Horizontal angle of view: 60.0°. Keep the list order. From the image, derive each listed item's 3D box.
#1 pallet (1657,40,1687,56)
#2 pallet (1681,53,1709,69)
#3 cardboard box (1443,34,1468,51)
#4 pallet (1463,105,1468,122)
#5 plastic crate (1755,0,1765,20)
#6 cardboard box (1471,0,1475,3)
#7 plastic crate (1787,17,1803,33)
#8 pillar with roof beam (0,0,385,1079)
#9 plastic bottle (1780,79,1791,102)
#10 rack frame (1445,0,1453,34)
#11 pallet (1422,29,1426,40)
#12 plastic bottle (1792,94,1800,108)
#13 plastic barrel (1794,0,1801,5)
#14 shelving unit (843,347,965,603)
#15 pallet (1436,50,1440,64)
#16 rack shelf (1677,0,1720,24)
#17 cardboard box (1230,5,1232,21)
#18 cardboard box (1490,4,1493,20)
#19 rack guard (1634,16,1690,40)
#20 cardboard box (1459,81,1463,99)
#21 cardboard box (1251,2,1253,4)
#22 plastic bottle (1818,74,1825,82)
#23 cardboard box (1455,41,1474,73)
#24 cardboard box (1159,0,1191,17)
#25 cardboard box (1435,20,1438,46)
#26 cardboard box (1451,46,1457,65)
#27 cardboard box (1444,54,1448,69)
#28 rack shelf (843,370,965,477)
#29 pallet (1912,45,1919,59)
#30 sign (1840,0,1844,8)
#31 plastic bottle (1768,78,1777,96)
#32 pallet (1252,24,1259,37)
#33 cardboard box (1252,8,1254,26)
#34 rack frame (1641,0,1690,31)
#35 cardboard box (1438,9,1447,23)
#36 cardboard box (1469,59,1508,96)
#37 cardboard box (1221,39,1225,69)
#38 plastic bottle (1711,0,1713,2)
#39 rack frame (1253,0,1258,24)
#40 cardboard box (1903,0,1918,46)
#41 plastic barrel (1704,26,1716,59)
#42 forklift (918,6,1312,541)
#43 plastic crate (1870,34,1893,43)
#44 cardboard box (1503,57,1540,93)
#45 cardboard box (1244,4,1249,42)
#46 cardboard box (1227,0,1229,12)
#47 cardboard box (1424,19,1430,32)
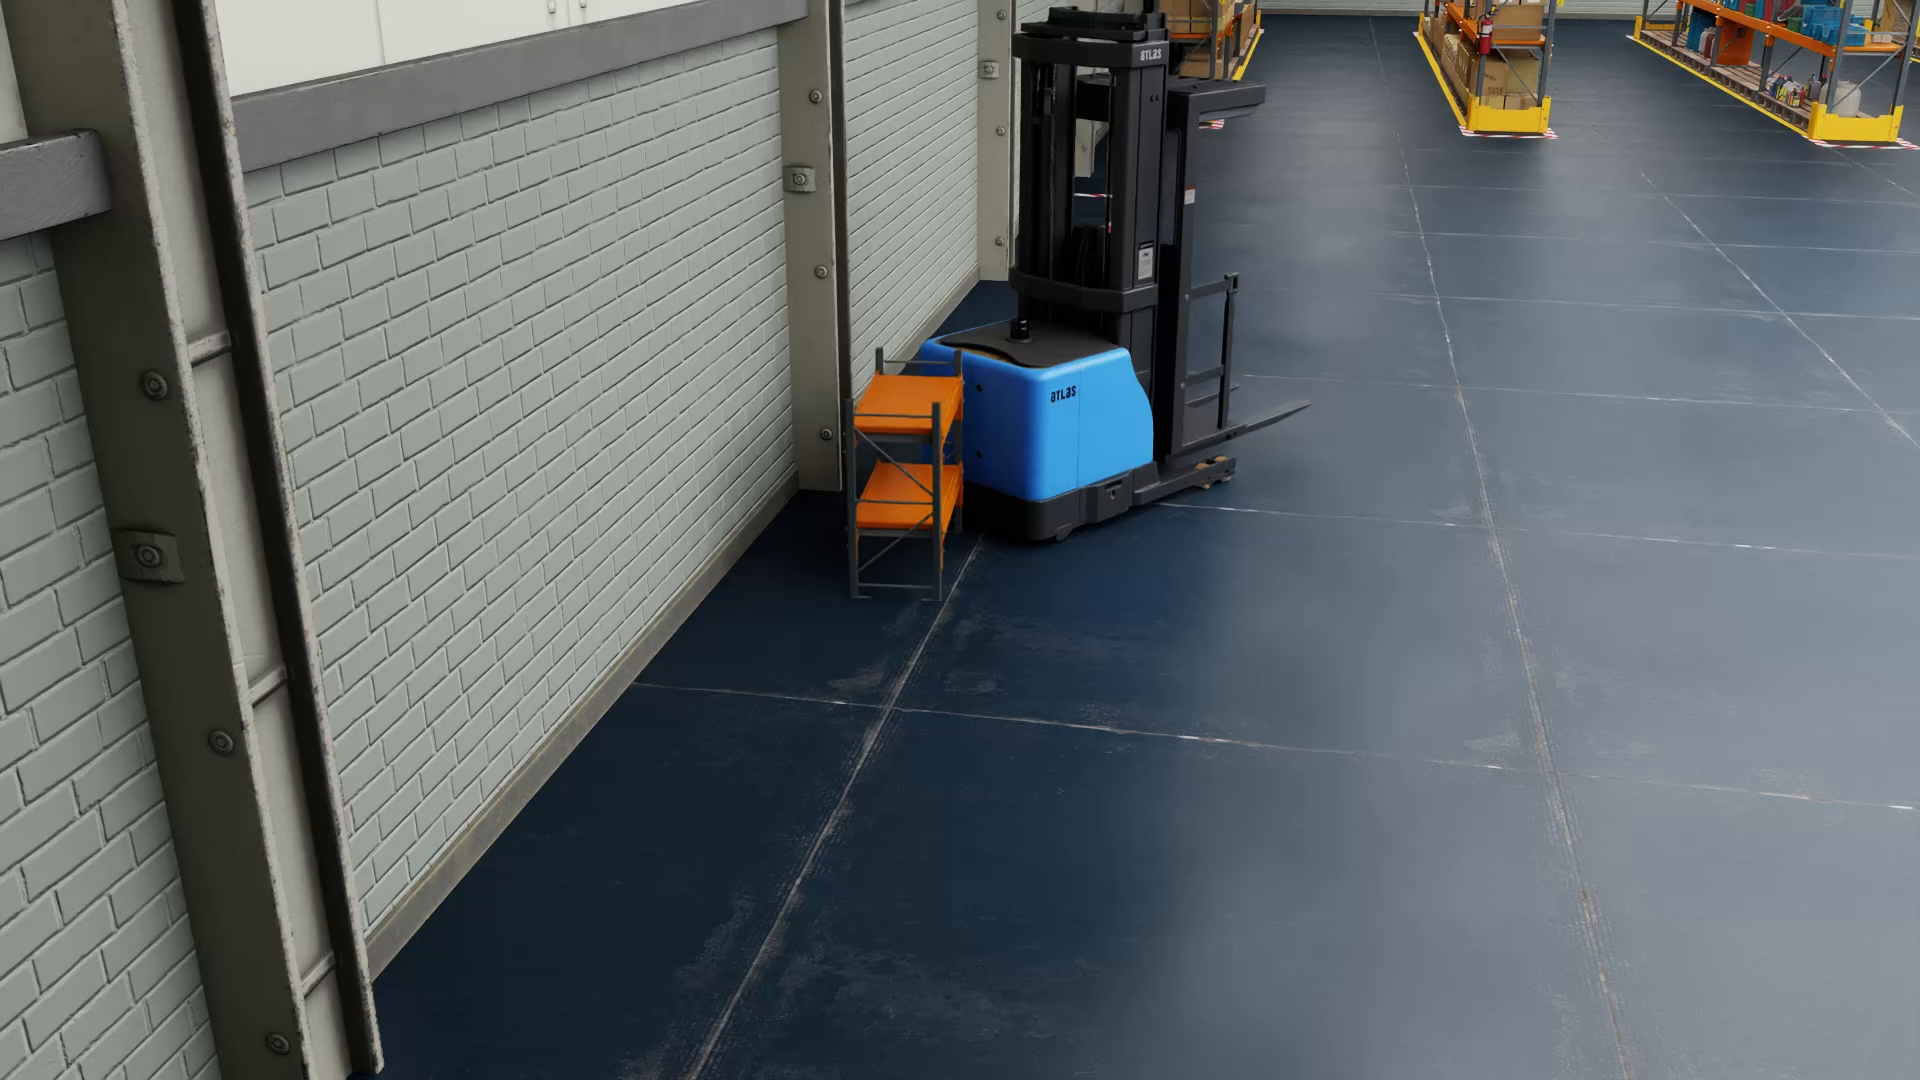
[{"bbox_3d":[15.759,-10.657,36.031,1.003,0.211,1.213,4,22,11],"label":"pallet"},{"bbox_3d":[15.202,-9.658,33.552,1.003,0.211,1.213,4,22,11],"label":"pallet"},{"bbox_3d":[9.588,-9.605,32.054,0.500,0.311,0.500,5,23,13],"label":"cardboard box"},{"bbox_3d":[8.465,-6.658,26.103,1.003,0.211,1.213,4,22,11],"label":"pallet"},{"bbox_3d":[13.935,-9.172,28.634,0.392,0.384,0.575,4,22,11],"label":"plastic crate"},{"bbox_3d":[9.549,-9.833,30.120,0.500,0.500,0.500,4,22,11],"label":"cardboard box"},{"bbox_3d":[13.461,-8.179,26.431,0.450,0.188,0.662,4,22,11],"label":"plastic crate"},{"bbox_3d":[2.113,-2.044,2.883,9.100,9.000,0.400,4,22,11],"label":"pillar with roof beam"},{"bbox_3d":[13.318,-7.240,26.771,0.144,0.351,0.185,4,22,10],"label":"plastic bottle"},{"bbox_3d":[9.982,-10.594,32.144,1.000,3.000,0.127,4,22,11],"label":"rack frame"},{"bbox_3d":[11.438,-11.907,39.136,1.003,0.211,1.213,4,22,11],"label":"pallet"},{"bbox_3d":[13.144,-6.901,26.130,0.097,0.201,0.097,0,22,0],"label":"plastic bottle"},{"bbox_3d":[14.425,-9.149,28.373,0.433,0.535,0.433,0,22,0],"label":"plastic barrel"},{"bbox_3d":[-0.294,-0.387,9.308,0.538,1.125,1.048,2,22,6],"label":"shelving unit"},{"bbox_3d":[10.423,-10.016,34.440,1.003,0.211,1.213,4,22,11],"label":"pallet"},{"bbox_3d":[15.239,-10.613,33.154,1.077,0.370,4.000,4,22,11],"label":"rack shelf"},{"bbox_3d":[4.319,-8.884,28.072,0.500,0.250,0.500,4,22,11],"label":"cardboard box"},{"bbox_3d":[8.560,-8.077,25.760,0.700,0.500,0.500,5,22,12],"label":"cardboard box"},{"bbox_3d":[16.455,-11.991,38.959,1.175,0.500,0.348,4,22,11],"label":"rack guard"},{"bbox_3d":[8.465,-7.356,27.222,0.500,0.250,0.500,4,22,11],"label":"cardboard box"},{"bbox_3d":[6.556,-12.338,38.388,0.380,0.149,0.250,4,22,9],"label":"cardboard box"},{"bbox_3d":[14.165,-7.470,27.344,0.144,0.351,0.185,4,22,9],"label":"plastic bottle"},{"bbox_3d":[8.765,-8.253,28.445,0.500,0.500,0.500,4,22,11],"label":"cardboard box"},{"bbox_3d":[3.388,-8.521,26.166,0.500,0.500,0.500,4,22,10],"label":"cardboard box"},{"bbox_3d":[10.363,-10.748,35.281,0.500,0.500,0.500,5,22,12],"label":"cardboard box"},{"bbox_3d":[9.068,-8.672,29.738,0.500,0.311,0.500,5,22,12],"label":"cardboard box"},{"bbox_3d":[9.386,-8.970,31.229,0.500,0.250,0.500,4,22,10],"label":"cardboard box"},{"bbox_3d":[-0.294,-0.658,9.198,0.538,0.278,1.000,2,22,6],"label":"rack shelf"},{"bbox_3d":[20.728,-10.279,35.095,1.003,0.211,1.213,4,22,11],"label":"pallet"},{"bbox_3d":[14.551,-8.835,27.405,0.100,0.325,0.005,4,22,11],"label":"sign"},{"bbox_3d":[13.481,-7.490,27.492,0.152,0.276,0.135,5,23,13],"label":"plastic bottle"},{"bbox_3d":[6.678,-12.304,40.123,1.003,0.211,1.213,4,22,11],"label":"pallet"},{"bbox_3d":[6.720,-12.668,40.077,0.700,0.500,0.500,4,22,11],"label":"cardboard box"},{"bbox_3d":[16.463,-13.141,38.468,1.000,3.000,0.127,4,22,11],"label":"rack frame"},{"bbox_3d":[10.257,-10.926,34.720,0.500,0.250,0.500,5,22,11],"label":"cardboard box"},{"bbox_3d":[8.168,-7.155,25.718,0.500,0.500,0.500,4,22,11],"label":"cardboard box"},{"bbox_3d":[4.650,-9.199,31.437,0.700,0.500,0.500,5,22,12],"label":"cardboard box"},{"bbox_3d":[14.644,-10.536,32.264,0.097,0.201,0.097,0,22,0],"label":"plastic bottle"},{"bbox_3d":[6.765,-13.896,40.343,1.000,3.000,0.127,4,22,11],"label":"rack frame"},{"bbox_3d":[20.892,-11.074,35.618,0.875,0.875,0.875,4,22,11],"label":"cardboard box"},{"bbox_3d":[15.144,-9.885,33.048,0.600,0.588,0.708,4,22,11],"label":"plastic barrel"},{"bbox_3d":[1.150,-1.809,10.422,3.031,2.935,1.130,-20,29,-40],"label":"forklift"},{"bbox_3d":[13.696,-7.470,24.739,0.298,0.136,0.250,4,22,11],"label":"plastic crate"},{"bbox_3d":[8.777,-7.298,26.074,0.500,0.500,0.500,4,22,11],"label":"cardboard box"},{"bbox_3d":[5.765,-11.058,35.611,0.750,0.750,0.750,5,23,13],"label":"cardboard box"},{"bbox_3d":[4.114,-8.853,26.989,0.500,0.500,0.500,4,22,9],"label":"cardboard box"},{"bbox_3d":[11.022,-11.906,38.492,0.500,0.250,0.500,4,22,11],"label":"cardboard box"}]
